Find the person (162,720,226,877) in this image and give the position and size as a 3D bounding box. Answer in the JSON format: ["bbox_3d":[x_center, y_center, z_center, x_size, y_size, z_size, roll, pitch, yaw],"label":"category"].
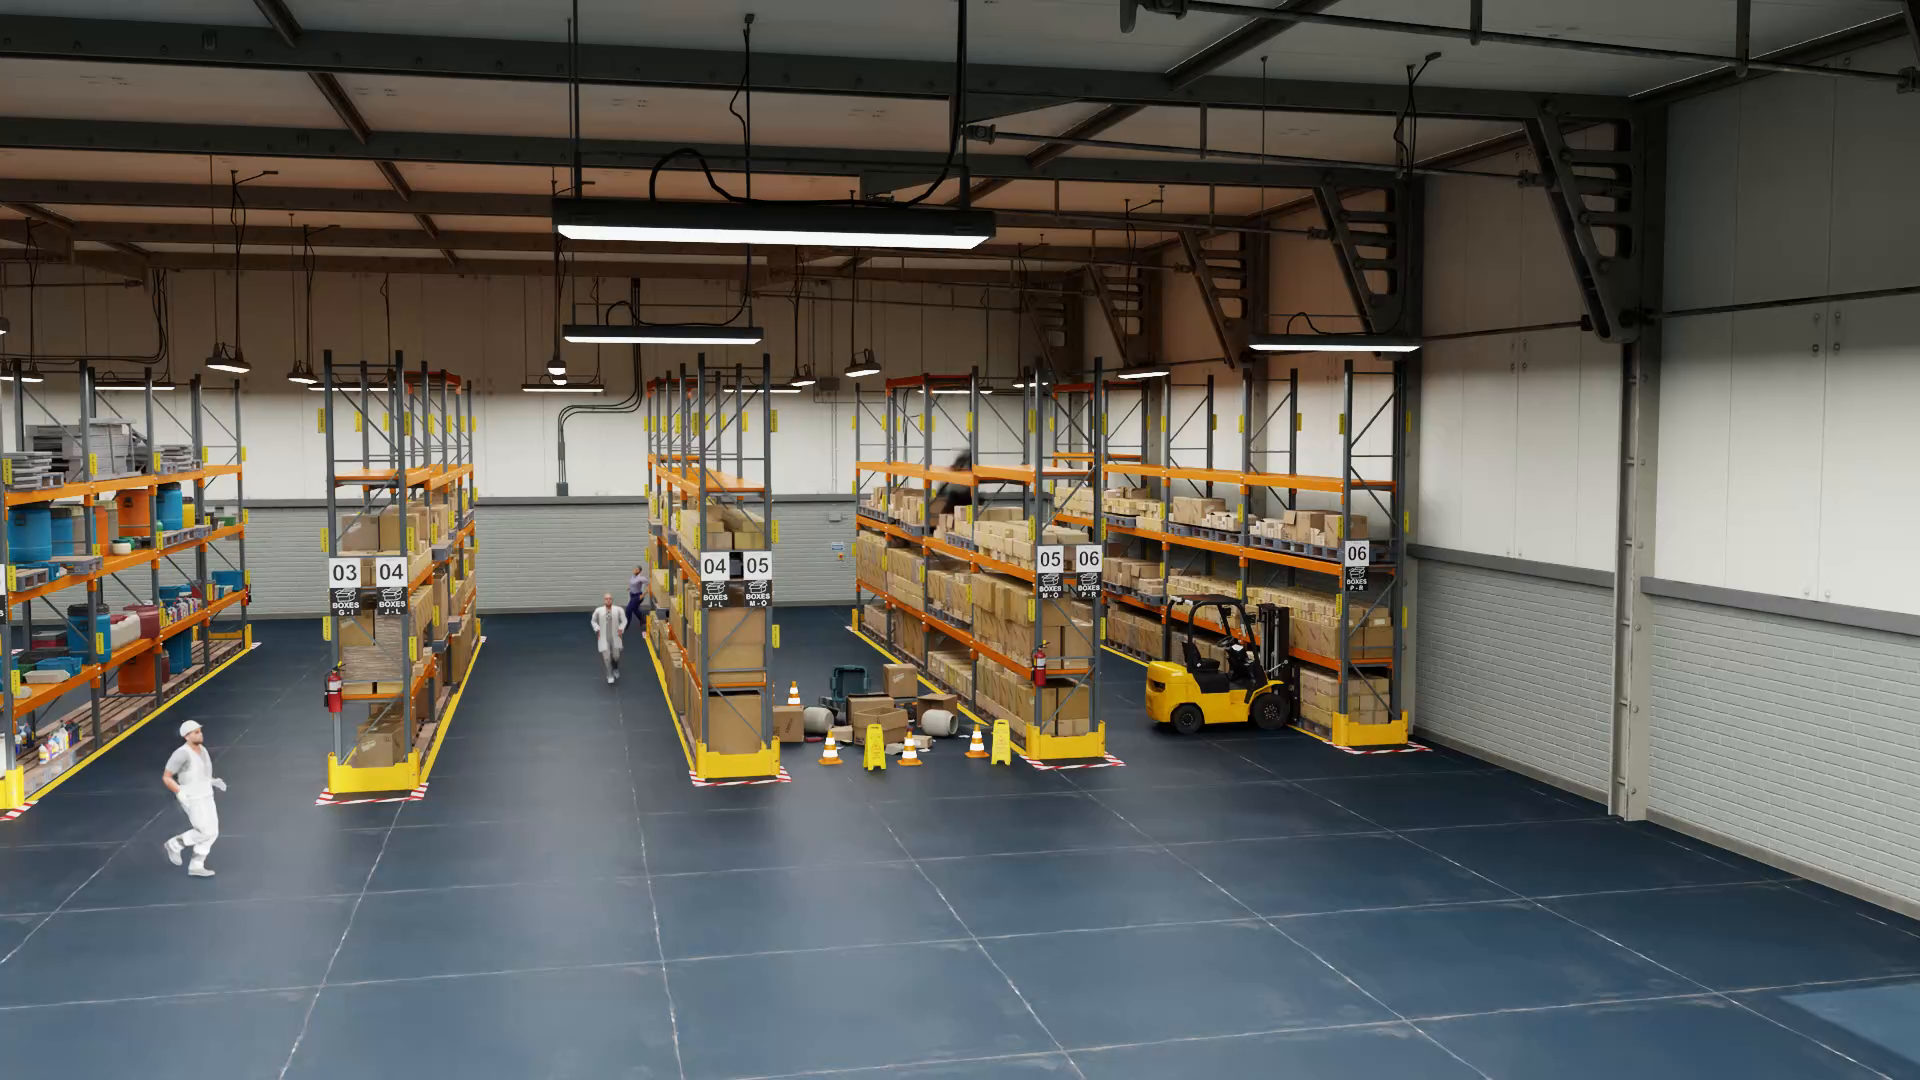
[{"bbox_3d":[-8.468,2.857,18.391,0.600,1.737,0.658,1,4,8],"label":"person"}]

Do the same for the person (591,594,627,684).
[{"bbox_3d":[-6.769,1.899,32.107,0.689,1.730,0.632,-1,4,-11],"label":"person"}]

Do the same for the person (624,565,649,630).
[{"bbox_3d":[-7.856,1.401,40.263,0.833,1.622,0.776,-3,5,-36],"label":"person"}]
